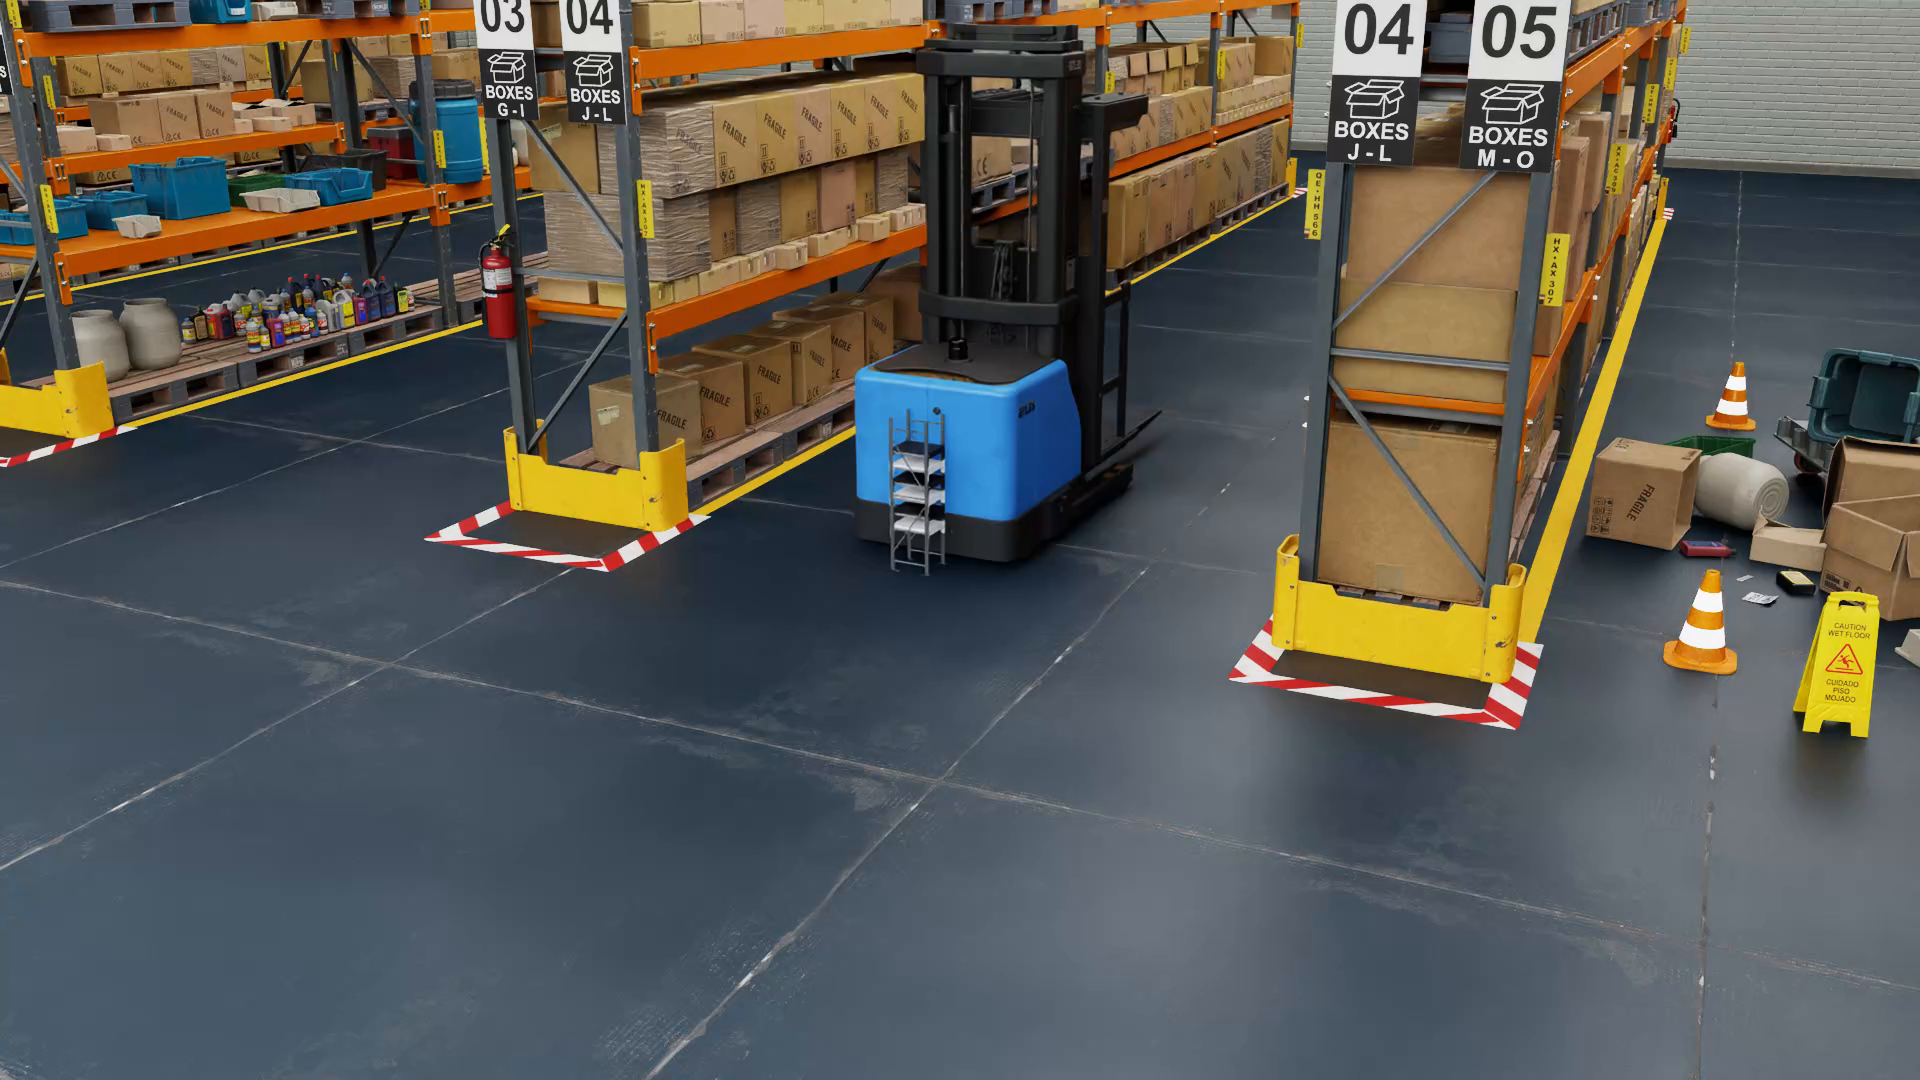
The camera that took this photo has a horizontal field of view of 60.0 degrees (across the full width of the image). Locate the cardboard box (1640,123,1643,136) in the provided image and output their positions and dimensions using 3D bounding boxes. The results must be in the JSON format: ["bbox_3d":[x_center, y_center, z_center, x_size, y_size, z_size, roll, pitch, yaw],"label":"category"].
[{"bbox_3d":[6.904,-4.297,17.324,0.380,0.149,0.250,8,21,23],"label":"cardboard box"}]

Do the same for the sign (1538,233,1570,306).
[{"bbox_3d":[2.685,-1.221,7.515,0.100,0.325,0.005,9,21,23],"label":"sign"}]

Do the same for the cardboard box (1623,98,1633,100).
[{"bbox_3d":[6.466,-4.251,16.307,0.380,0.149,0.250,8,21,22],"label":"cardboard box"}]

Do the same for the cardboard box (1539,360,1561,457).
[{"bbox_3d":[3.498,-1.090,11.103,0.875,0.875,0.875,9,21,24],"label":"cardboard box"}]

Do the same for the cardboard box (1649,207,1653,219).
[{"bbox_3d":[8.372,-4.085,20.605,0.380,0.149,0.250,8,21,20],"label":"cardboard box"}]

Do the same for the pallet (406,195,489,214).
[{"bbox_3d":[-7.221,-4.652,22.734,1.003,0.211,1.213,9,21,23],"label":"pallet"}]

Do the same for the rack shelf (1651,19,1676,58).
[{"bbox_3d":[6.276,-4.985,16.106,1.077,0.370,4.000,9,21,23],"label":"rack shelf"}]

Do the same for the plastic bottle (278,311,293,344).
[{"bbox_3d":[-5.654,-1.783,13.920,0.097,0.271,0.097,0,20,0],"label":"plastic bottle"}]

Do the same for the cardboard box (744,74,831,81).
[{"bbox_3d":[-1.284,-3.190,12.378,0.500,0.500,0.500,9,21,23],"label":"cardboard box"}]

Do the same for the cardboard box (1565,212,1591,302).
[{"bbox_3d":[3.475,-1.861,10.502,0.875,0.550,0.550,9,21,23],"label":"cardboard box"}]

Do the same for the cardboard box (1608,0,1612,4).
[{"bbox_3d":[3.338,-2.994,9.034,0.380,0.149,0.250,8,21,23],"label":"cardboard box"}]

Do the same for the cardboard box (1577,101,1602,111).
[{"bbox_3d":[4.226,-2.905,12.018,0.700,0.500,0.500,8,21,22],"label":"cardboard box"}]

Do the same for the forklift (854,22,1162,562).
[{"bbox_3d":[0.483,-1.710,10.402,1.130,2.935,3.031,9,22,25],"label":"forklift"}]

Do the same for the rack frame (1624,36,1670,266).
[{"bbox_3d":[7.095,-4.522,18.207,1.000,3.000,0.127,9,21,23],"label":"rack frame"}]

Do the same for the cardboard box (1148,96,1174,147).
[{"bbox_3d":[2.043,-4.637,18.380,0.500,0.500,0.500,9,21,23],"label":"cardboard box"}]

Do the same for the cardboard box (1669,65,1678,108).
[{"bbox_3d":[8.784,-5.759,21.093,0.500,0.500,0.500,9,21,24],"label":"cardboard box"}]

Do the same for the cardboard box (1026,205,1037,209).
[{"bbox_3d":[0.727,-3.185,16.402,0.500,0.250,0.500,10,22,25],"label":"cardboard box"}]

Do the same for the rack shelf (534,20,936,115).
[{"bbox_3d":[-1.483,-3.251,11.230,1.077,0.370,4.000,9,21,23],"label":"rack shelf"}]

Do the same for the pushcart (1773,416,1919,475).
[{"bbox_3d":[6.276,-0.490,10.784,1.648,0.377,0.936,1,20,4],"label":"pushcart"}]

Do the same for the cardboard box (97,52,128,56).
[{"bbox_3d":[-11.943,-6.867,23.060,0.500,0.250,0.500,8,21,22],"label":"cardboard box"}]

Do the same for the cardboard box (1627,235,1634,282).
[{"bbox_3d":[6.388,-2.812,16.504,0.500,0.500,0.500,8,21,21],"label":"cardboard box"}]

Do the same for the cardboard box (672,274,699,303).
[{"bbox_3d":[-1.848,-1.575,10.296,0.380,0.149,0.250,9,21,23],"label":"cardboard box"}]

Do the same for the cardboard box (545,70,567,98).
[{"bbox_3d":[-5.967,-6.759,24.349,0.500,0.500,0.500,9,22,24],"label":"cardboard box"}]

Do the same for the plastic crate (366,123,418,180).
[{"bbox_3d":[-5.264,-3.688,15.766,0.402,0.464,0.583,9,21,23],"label":"plastic crate"}]

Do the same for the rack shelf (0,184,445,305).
[{"bbox_3d":[-6.002,-2.517,13.644,1.077,0.370,4.000,9,21,23],"label":"rack shelf"}]

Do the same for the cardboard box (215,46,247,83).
[{"bbox_3d":[-11.104,-7.136,24.935,0.500,0.500,0.500,9,21,23],"label":"cardboard box"}]

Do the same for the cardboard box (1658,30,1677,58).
[{"bbox_3d":[7.935,-5.595,19.140,0.500,0.500,0.500,9,21,24],"label":"cardboard box"}]

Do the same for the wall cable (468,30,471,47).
[{"bbox_3d":[-9.646,-9.495,30.675,0.084,1.984,1.851,9,21,23],"label":"wall cable"}]

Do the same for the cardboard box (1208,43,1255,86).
[{"bbox_3d":[3.459,-6.077,21.240,0.500,0.500,0.500,8,21,21],"label":"cardboard box"}]

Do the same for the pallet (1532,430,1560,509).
[{"bbox_3d":[3.437,-0.541,11.174,1.003,0.211,1.213,9,21,23],"label":"pallet"}]

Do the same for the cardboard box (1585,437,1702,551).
[{"bbox_3d":[4.120,-0.284,10.019,0.500,0.500,0.500,13,23,32],"label":"cardboard box"}]

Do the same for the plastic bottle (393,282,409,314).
[{"bbox_3d":[-5.079,-2.203,15.083,0.061,0.283,0.133,10,22,25],"label":"plastic bottle"}]

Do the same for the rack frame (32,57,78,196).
[{"bbox_3d":[-12.583,-6.050,22.503,1.000,3.000,0.127,9,21,23],"label":"rack frame"}]

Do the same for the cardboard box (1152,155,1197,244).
[{"bbox_3d":[2.003,-3.959,19.167,1.225,0.875,0.875,8,21,21],"label":"cardboard box"}]

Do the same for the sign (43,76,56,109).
[{"bbox_3d":[-9.193,-4.518,16.785,0.100,0.325,0.005,9,21,23],"label":"sign"}]

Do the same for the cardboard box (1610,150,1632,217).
[{"bbox_3d":[5.108,-2.867,13.404,0.500,0.500,0.500,8,21,22],"label":"cardboard box"}]

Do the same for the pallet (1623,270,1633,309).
[{"bbox_3d":[6.280,-2.596,16.952,1.003,0.211,1.213,9,21,23],"label":"pallet"}]

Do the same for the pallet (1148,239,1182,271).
[{"bbox_3d":[1.866,-3.299,18.930,1.003,0.211,1.213,9,21,23],"label":"pallet"}]

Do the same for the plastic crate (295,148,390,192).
[{"bbox_3d":[-5.513,-3.296,14.852,0.767,0.338,0.504,9,21,23],"label":"plastic crate"}]

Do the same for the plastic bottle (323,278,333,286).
[{"bbox_3d":[-5.821,-2.252,15.232,0.152,0.276,0.135,9,22,25],"label":"plastic bottle"}]

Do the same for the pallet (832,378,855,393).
[{"bbox_3d":[-0.907,-1.264,13.208,1.003,0.211,1.213,9,21,23],"label":"pallet"}]

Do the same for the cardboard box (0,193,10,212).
[{"bbox_3d":[-10.176,-3.305,17.143,0.500,0.500,0.500,9,21,23],"label":"cardboard box"}]

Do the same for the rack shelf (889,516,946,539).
[{"bbox_3d":[-0.240,-0.064,9.442,0.258,0.077,0.200,9,22,25],"label":"rack shelf"}]

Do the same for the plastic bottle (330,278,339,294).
[{"bbox_3d":[-5.723,-2.241,15.190,0.061,0.283,0.133,9,21,23],"label":"plastic bottle"}]

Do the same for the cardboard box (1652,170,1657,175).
[{"bbox_3d":[8.748,-4.683,21.400,0.380,0.149,0.250,9,21,23],"label":"cardboard box"}]

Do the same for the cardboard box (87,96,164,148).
[{"bbox_3d":[-9.155,-4.589,18.246,0.500,0.500,0.500,10,22,27],"label":"cardboard box"}]

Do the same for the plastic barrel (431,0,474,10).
[{"bbox_3d":[-4.905,-5.502,15.739,0.600,0.901,0.600,0,20,0],"label":"plastic barrel"}]

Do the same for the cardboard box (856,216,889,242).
[{"bbox_3d":[-0.753,-2.328,12.414,0.380,0.149,0.250,9,21,23],"label":"cardboard box"}]

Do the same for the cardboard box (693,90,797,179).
[{"bbox_3d":[-1.414,-2.659,10.884,0.500,0.500,0.500,9,21,23],"label":"cardboard box"}]

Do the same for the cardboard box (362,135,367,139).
[{"bbox_3d":[-10.125,-6.817,27.764,0.700,0.500,0.500,9,22,24],"label":"cardboard box"}]

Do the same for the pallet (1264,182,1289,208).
[{"bbox_3d":[3.994,-4.887,23.396,1.003,0.211,1.213,9,21,23],"label":"pallet"}]

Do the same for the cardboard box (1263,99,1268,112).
[{"bbox_3d":[3.882,-5.792,22.153,0.380,0.149,0.250,9,21,23],"label":"cardboard box"}]

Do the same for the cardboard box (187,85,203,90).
[{"bbox_3d":[-11.386,-6.639,24.505,0.380,0.149,0.250,8,21,21],"label":"cardboard box"}]

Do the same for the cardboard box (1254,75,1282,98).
[{"bbox_3d":[4.085,-6.186,22.667,0.500,0.250,0.500,8,21,22],"label":"cardboard box"}]

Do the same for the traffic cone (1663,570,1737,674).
[{"bbox_3d":[3.694,0.374,8.226,0.336,0.463,0.334,9,21,23],"label":"traffic cone"}]

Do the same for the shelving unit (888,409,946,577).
[{"bbox_3d":[-0.240,-0.265,9.370,0.258,0.900,0.210,9,22,25],"label":"shelving unit"}]

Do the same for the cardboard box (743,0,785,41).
[{"bbox_3d":[-1.457,-3.329,10.600,0.500,0.250,0.500,8,21,22],"label":"cardboard box"}]
